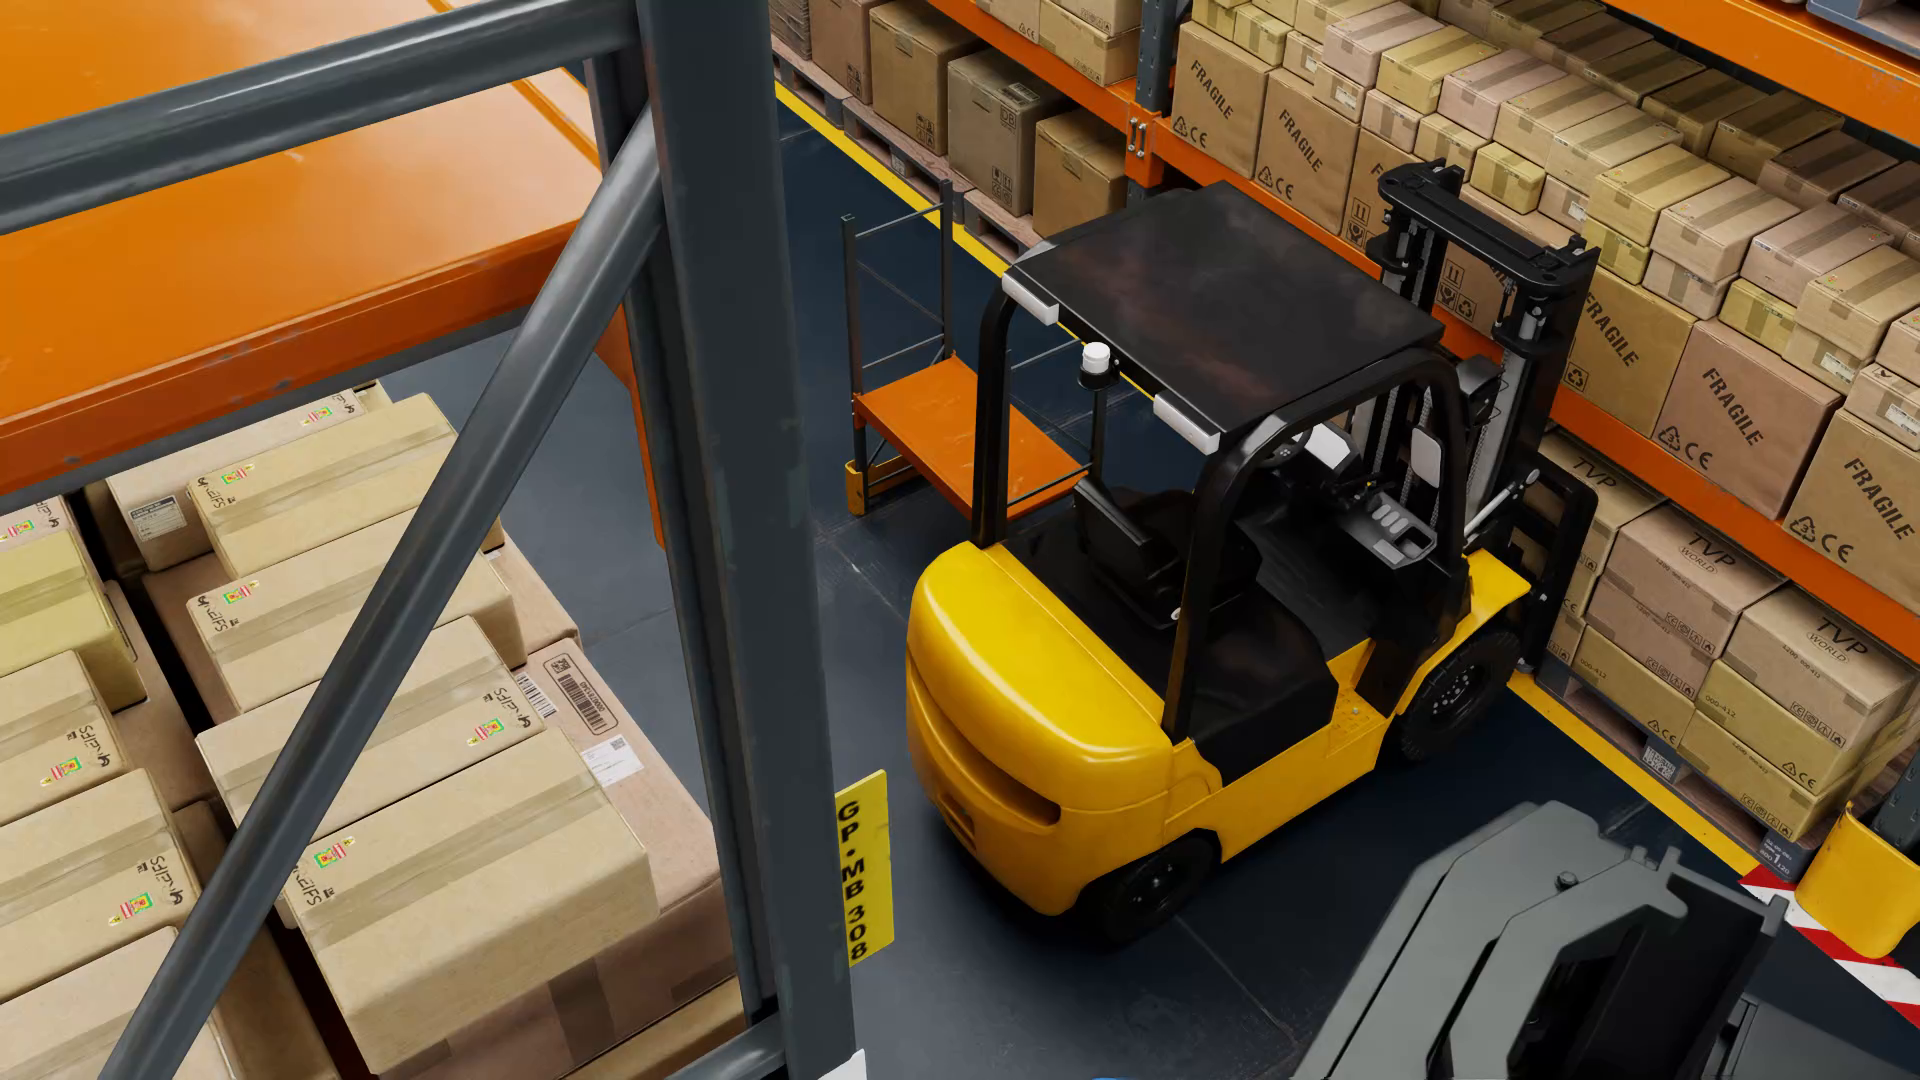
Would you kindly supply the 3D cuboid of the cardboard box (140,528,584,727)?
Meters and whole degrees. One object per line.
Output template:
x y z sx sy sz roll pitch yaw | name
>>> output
-0.915 0.180 2.601 0.500 0.250 0.500 -26 50 -25 | cardboard box

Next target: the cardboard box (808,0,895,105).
-0.348 -3.064 9.694 0.875 0.625 0.625 -24 49 -23 | cardboard box

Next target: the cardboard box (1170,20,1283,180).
1.254 -1.913 7.000 0.500 0.500 0.500 -27 50 -25 | cardboard box

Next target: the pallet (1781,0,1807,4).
2.418 -2.121 5.182 1.003 0.211 1.213 -26 49 -24 | pallet

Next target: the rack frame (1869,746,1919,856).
3.503 0.034 5.033 1.000 3.000 0.127 -26 49 -24 | rack frame

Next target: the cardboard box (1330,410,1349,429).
1.806 -0.600 7.022 0.500 0.250 0.500 -26 50 -25 | cardboard box

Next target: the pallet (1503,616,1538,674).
2.337 -0.064 7.155 1.003 0.211 1.213 -26 49 -24 | pallet

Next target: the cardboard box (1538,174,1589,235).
2.252 -1.216 5.800 0.380 0.149 0.250 -26 49 -25 | cardboard box

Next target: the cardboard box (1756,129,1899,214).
2.901 -1.209 5.578 0.380 0.149 0.250 -24 49 -23 | cardboard box

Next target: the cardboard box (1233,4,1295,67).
1.331 -2.071 6.696 0.380 0.149 0.250 -25 49 -24 | cardboard box

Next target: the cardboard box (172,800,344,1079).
-1.080 0.676 2.082 0.500 0.250 0.500 -26 50 -25 | cardboard box

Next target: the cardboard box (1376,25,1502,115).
1.764 -1.736 6.129 0.380 0.149 0.250 -26 50 -25 | cardboard box

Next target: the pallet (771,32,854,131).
-0.635 -3.006 10.237 1.003 0.211 1.213 -26 49 -24 | pallet

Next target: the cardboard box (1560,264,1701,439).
2.423 -0.764 5.797 0.500 0.500 0.500 -27 50 -25 | cardboard box

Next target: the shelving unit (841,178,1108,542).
0.044 -0.499 6.678 0.587 1.500 1.083 -26 49 -24 | shelving unit

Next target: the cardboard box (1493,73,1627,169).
2.113 -1.479 5.861 0.380 0.149 0.250 -26 49 -24 | cardboard box

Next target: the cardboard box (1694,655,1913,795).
2.968 0.544 5.824 0.500 0.250 0.500 -26 50 -25 | cardboard box

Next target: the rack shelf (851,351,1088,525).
0.049 -0.364 6.797 0.538 0.185 1.000 -26 49 -24 | rack shelf

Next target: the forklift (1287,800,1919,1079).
1.277 1.933 3.094 3.031 2.935 1.130 26 49 24 | forklift

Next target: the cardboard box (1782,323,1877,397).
2.806 -0.626 5.182 0.380 0.149 0.250 -25 49 -24 | cardboard box

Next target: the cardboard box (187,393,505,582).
-0.934 -0.041 2.544 0.380 0.149 0.250 -26 49 -25 | cardboard box

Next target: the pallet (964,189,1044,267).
0.761 -1.624 8.789 1.003 0.211 1.213 -26 49 -24 | pallet

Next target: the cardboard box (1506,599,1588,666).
2.420 0.163 6.585 0.500 0.250 0.500 -25 49 -24 | cardboard box

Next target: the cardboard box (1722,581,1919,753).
2.984 0.378 5.636 0.500 0.250 0.500 -24 49 -23 | cardboard box

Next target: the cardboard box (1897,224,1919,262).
3.201 -0.924 5.279 0.380 0.149 0.250 -25 49 -24 | cardboard box

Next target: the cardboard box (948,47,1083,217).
0.469 -2.258 8.849 0.875 0.625 0.625 -26 50 -25 | cardboard box

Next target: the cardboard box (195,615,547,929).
-0.759 0.296 2.190 0.380 0.149 0.250 -26 49 -25 | cardboard box

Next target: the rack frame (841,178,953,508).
-0.242 -0.782 6.974 0.500 1.500 0.032 -26 49 -24 | rack frame

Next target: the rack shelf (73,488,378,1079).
-1.710 0.040 3.376 1.077 0.370 4.000 -26 49 -24 | rack shelf

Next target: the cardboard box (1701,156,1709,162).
2.664 -1.408 6.001 0.380 0.149 0.250 -26 49 -25 | cardboard box

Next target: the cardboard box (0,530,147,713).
-1.382 0.177 2.315 0.380 0.149 0.250 -25 49 -24 | cardboard box

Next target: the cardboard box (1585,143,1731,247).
2.313 -1.147 5.512 0.380 0.149 0.250 -25 49 -24 | cardboard box

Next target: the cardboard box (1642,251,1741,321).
2.482 -0.904 5.473 0.380 0.149 0.250 -27 50 -26 | cardboard box

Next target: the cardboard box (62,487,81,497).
-1.644 -0.123 2.629 0.380 0.149 0.250 -27 50 -26 | cardboard box

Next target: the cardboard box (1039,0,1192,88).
0.712 -2.359 7.648 0.500 0.250 0.500 -25 49 -24 | cardboard box

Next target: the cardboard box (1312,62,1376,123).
1.583 -1.766 6.376 0.380 0.149 0.250 -25 49 -24 | cardboard box

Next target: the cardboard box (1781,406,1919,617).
3.006 -0.177 5.181 0.500 0.500 0.500 -27 50 -25 | cardboard box

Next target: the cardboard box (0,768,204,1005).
-1.118 0.479 2.000 0.380 0.149 0.250 -25 49 -24 | cardboard box

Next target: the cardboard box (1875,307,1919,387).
2.959 -0.591 4.930 0.380 0.149 0.250 -26 49 -24 | cardboard box

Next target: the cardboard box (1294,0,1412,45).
1.531 -2.058 6.467 0.380 0.149 0.250 -27 50 -25 | cardboard box

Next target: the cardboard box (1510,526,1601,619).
2.378 -0.028 6.423 0.500 0.250 0.500 -27 50 -25 | cardboard box

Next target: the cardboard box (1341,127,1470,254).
1.857 -1.338 6.398 0.500 0.500 0.500 -26 50 -25 | cardboard box

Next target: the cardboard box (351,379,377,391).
-1.237 -0.324 2.840 0.380 0.149 0.250 -24 49 -23 | cardboard box

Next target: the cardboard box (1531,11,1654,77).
2.351 -1.810 6.207 0.380 0.149 0.250 -26 50 -25 | cardboard box

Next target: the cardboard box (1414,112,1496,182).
1.890 -1.481 6.078 0.380 0.149 0.250 -27 50 -26 | cardboard box

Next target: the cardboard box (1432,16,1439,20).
1.925 -2.140 6.768 0.380 0.149 0.250 -25 49 -23 | cardboard box

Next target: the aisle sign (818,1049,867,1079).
-0.276 0.970 2.170 0.394 0.787 0.004 -26 49 -24 | aisle sign

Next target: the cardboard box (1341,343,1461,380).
1.812 -0.781 6.850 0.500 0.250 0.500 -24 49 -23 | cardboard box

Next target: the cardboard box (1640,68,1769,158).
2.625 -1.506 5.888 0.380 0.149 0.250 -25 49 -24 | cardboard box

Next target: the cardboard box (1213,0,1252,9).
1.154 -2.312 6.733 0.380 0.149 0.250 -25 49 -24 | cardboard box

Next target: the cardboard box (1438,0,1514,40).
2.112 -2.128 6.540 0.380 0.149 0.250 -27 50 -25 | cardboard box

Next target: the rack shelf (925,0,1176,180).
0.071 -3.104 8.841 1.077 0.370 4.000 -26 49 -24 | rack shelf

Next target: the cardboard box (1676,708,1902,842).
2.975 0.736 5.985 0.500 0.250 0.500 -25 49 -24 | cardboard box

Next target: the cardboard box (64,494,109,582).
-1.667 0.098 2.687 0.500 0.250 0.500 -24 49 -23 | cardboard box

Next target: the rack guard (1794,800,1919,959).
3.517 0.952 5.882 1.175 0.500 0.348 -26 49 -24 | rack guard

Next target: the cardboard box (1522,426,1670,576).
2.390 -0.191 6.232 0.500 0.250 0.500 -25 49 -24 | cardboard box

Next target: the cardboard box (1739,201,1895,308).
2.705 -0.899 5.253 0.380 0.149 0.250 -25 49 -24 | cardboard box
